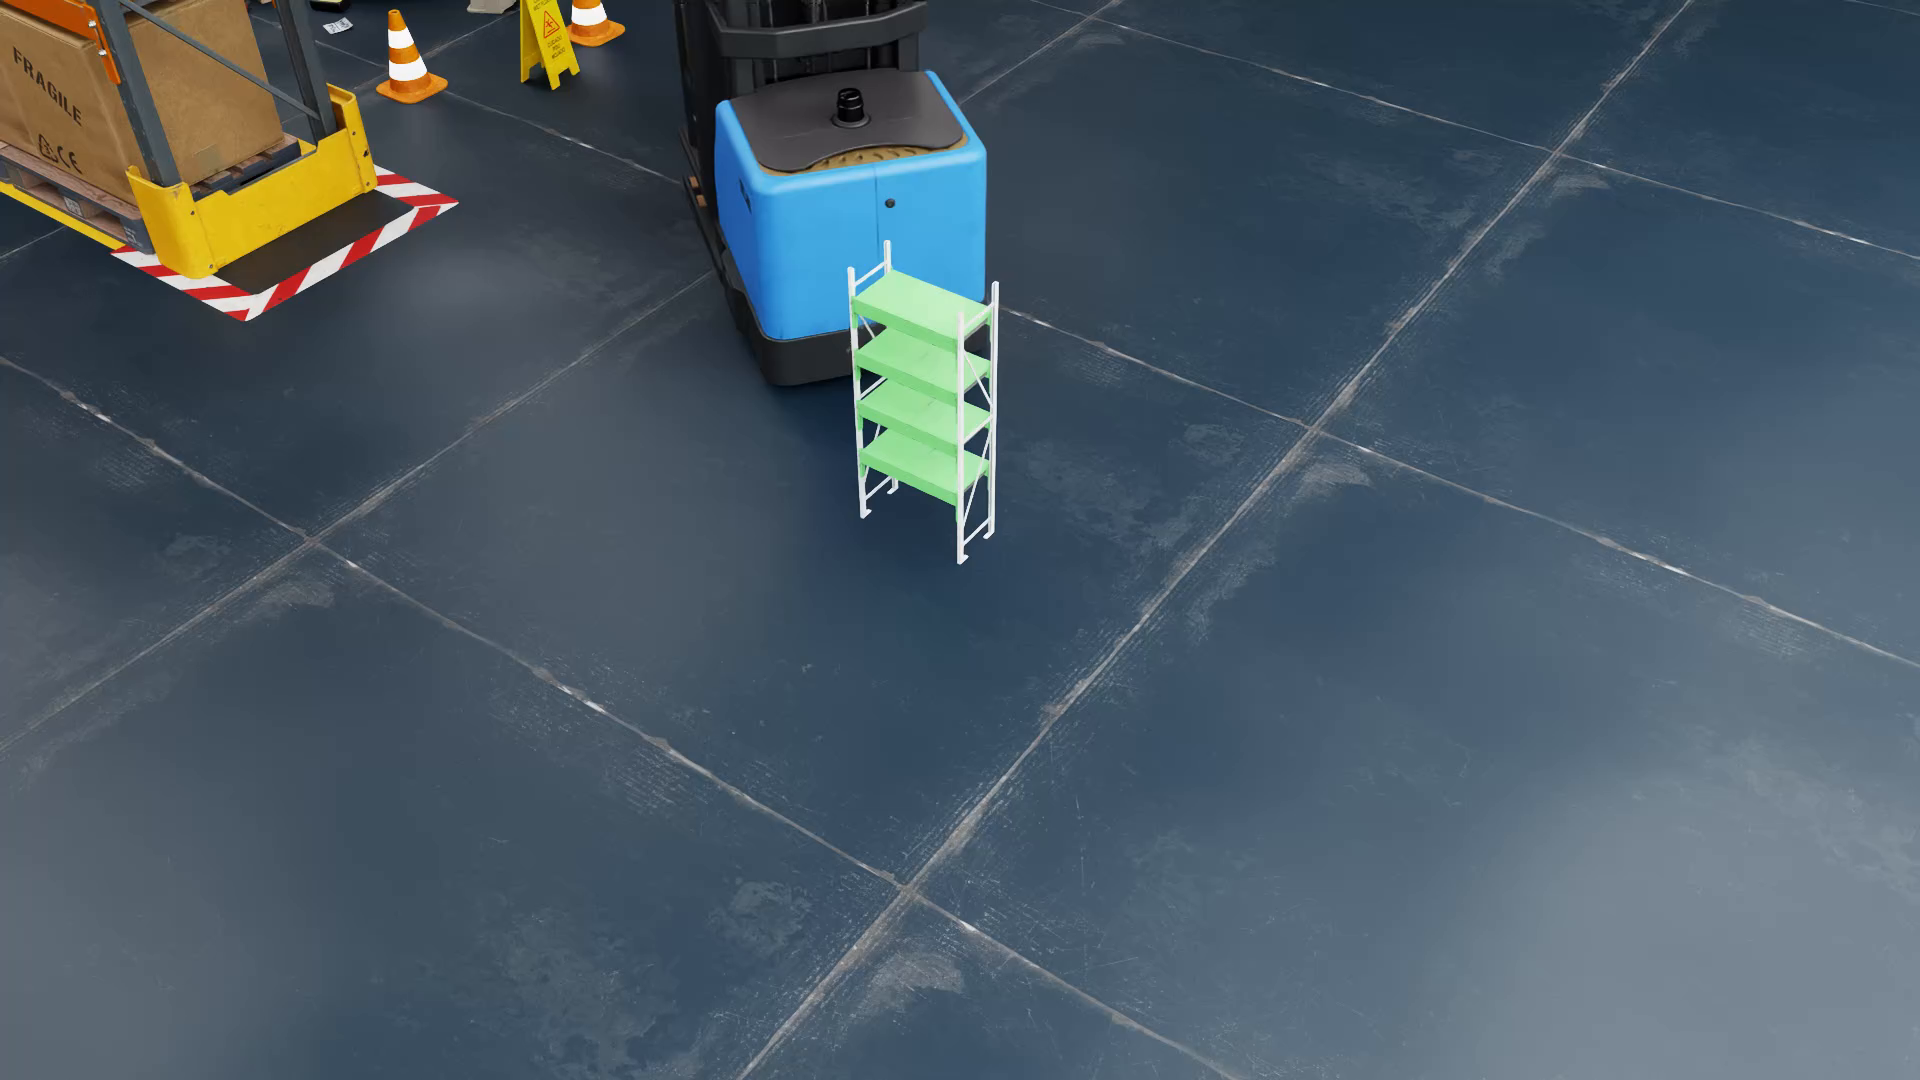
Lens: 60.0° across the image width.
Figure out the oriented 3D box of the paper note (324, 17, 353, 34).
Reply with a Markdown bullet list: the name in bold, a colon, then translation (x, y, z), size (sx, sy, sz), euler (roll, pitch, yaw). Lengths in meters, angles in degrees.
- **paper note**: translation (-3.849, -3.182, 10.284), size (0.144, 0.017, 0.142), euler (-25, 48, -25)

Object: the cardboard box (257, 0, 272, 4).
- **cardboard box**: translation (-4.384, -3.638, 10.616), size (0.396, 0.266, 0.258), euler (-34, 52, -32)

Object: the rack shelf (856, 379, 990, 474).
- **rack shelf**: translation (-0.136, -0.463, 6.463), size (0.480, 0.148, 0.258), euler (25, 48, 25)

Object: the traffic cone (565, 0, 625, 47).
- **traffic cone**: translation (-2.266, -3.298, 10.088), size (0.334, 0.463, 0.336), euler (25, 48, 25)

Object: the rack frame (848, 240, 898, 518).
- **rack frame**: translation (-0.335, -0.604, 6.525), size (0.015, 1.200, 0.240), euler (25, 48, 25)

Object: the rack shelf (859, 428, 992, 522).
- **rack shelf**: translation (-0.136, -0.284, 6.623), size (0.480, 0.148, 0.258), euler (25, 48, 25)

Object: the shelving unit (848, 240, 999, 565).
- **shelving unit**: translation (-0.136, -0.511, 6.421), size (0.503, 1.200, 0.258), euler (25, 48, 25)

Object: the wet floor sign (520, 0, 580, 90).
- **wet floor sign**: translation (-2.413, -2.970, 9.585), size (0.232, 0.644, 0.267), euler (17, 45, 18)

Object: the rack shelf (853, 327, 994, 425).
- **rack shelf**: translation (-0.136, -0.642, 6.303), size (0.480, 0.148, 0.258), euler (25, 48, 25)

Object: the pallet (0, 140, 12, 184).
- **pallet**: translation (-5.268, -2.469, 9.351), size (1.213, 0.211, 1.003), euler (25, 48, 25)

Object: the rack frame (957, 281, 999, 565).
- **rack frame**: translation (0.064, -0.417, 6.316), size (0.015, 1.200, 0.240), euler (25, 48, 25)

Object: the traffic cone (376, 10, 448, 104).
- **traffic cone**: translation (-3.193, -2.811, 9.544), size (0.334, 0.463, 0.336), euler (25, 48, 25)

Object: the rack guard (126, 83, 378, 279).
- **rack guard**: translation (-3.554, -1.837, 8.428), size (0.348, 0.500, 1.175), euler (25, 48, 25)

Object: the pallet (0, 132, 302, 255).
- **pallet**: translation (-4.273, -2.002, 8.829), size (1.213, 0.211, 1.003), euler (25, 48, 25)

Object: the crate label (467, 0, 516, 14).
- **crate label**: translation (-2.945, -3.443, 10.495), size (0.298, 0.136, 0.250), euler (3, 42, 4)

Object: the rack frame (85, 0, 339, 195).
- **rack frame**: translation (-3.574, -2.778, 7.605), size (0.127, 3.000, 1.000), euler (25, 48, 25)

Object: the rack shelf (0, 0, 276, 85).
- **rack shelf**: translation (-5.211, -3.275, 8.700), size (4.000, 0.370, 1.077), euler (25, 48, 25)

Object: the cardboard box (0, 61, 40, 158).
- **cardboard box**: translation (-4.888, -2.702, 8.798), size (0.875, 0.875, 0.875), euler (24, 47, 25)

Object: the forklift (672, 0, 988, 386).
- **forklift**: translation (-0.805, -2.774, 7.652), size (1.130, 2.935, 3.031), euler (-12, 43, -13)

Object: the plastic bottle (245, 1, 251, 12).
- **plastic bottle**: translation (-4.557, -3.302, 10.394), size (0.133, 0.061, 0.283), euler (10, 43, 11)

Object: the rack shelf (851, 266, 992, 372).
- **rack shelf**: translation (-0.136, -0.821, 6.143), size (0.480, 0.148, 0.258), euler (25, 48, 25)

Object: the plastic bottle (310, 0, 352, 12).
- **plastic bottle**: translation (-4.007, -3.401, 10.505), size (0.283, 0.061, 0.133), euler (10, 43, 11)

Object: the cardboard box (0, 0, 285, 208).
- **cardboard box**: translation (-4.167, -2.366, 8.423), size (0.875, 0.875, 0.875), euler (25, 48, 26)

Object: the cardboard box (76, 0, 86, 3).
- **cardboard box**: translation (-3.904, -2.951, 7.686), size (0.550, 0.550, 0.875), euler (25, 48, 25)
